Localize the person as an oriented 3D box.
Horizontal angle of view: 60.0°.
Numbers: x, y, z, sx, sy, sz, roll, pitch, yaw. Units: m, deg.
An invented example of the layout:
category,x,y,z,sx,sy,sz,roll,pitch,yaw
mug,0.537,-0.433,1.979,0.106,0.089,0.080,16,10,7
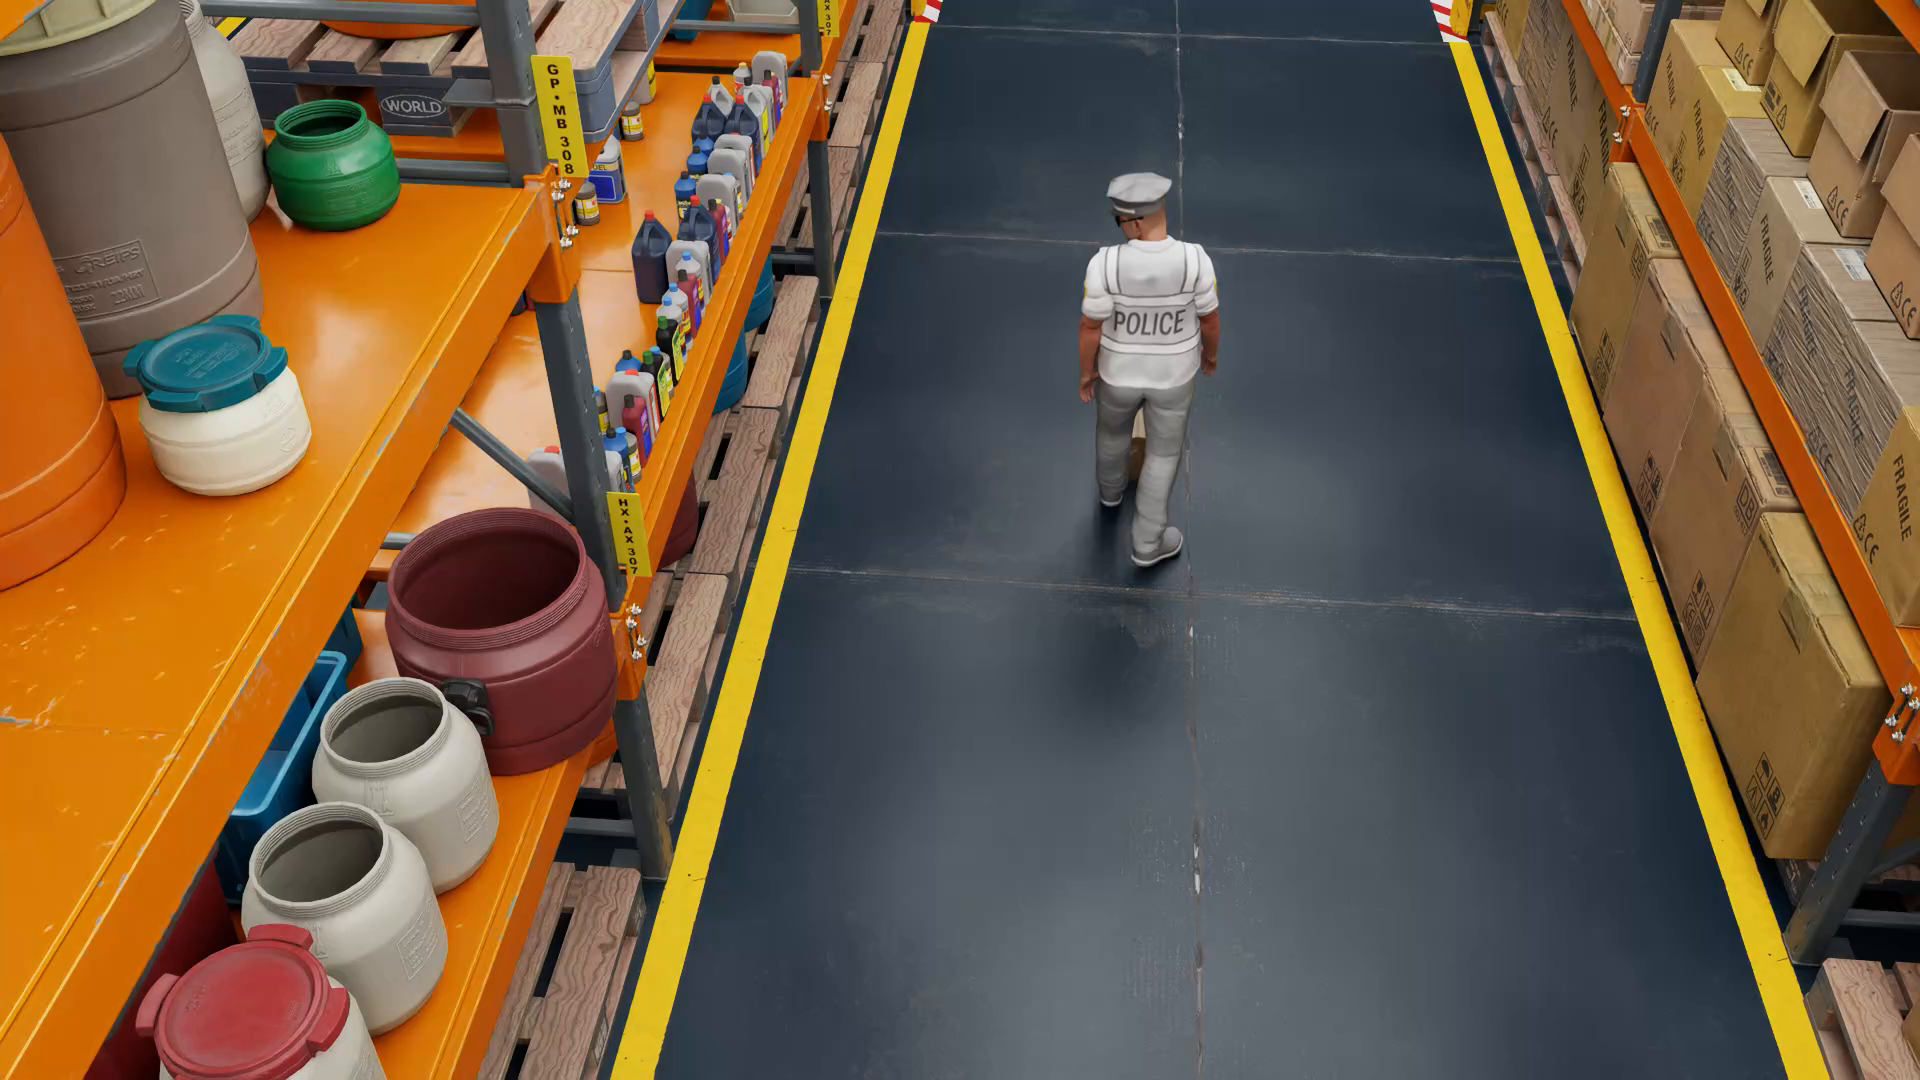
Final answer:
category,x,y,z,sx,sy,sz,roll,pitch,yaw
person,0.797,-0.755,7.044,0.573,1.725,0.787,7,40,8
